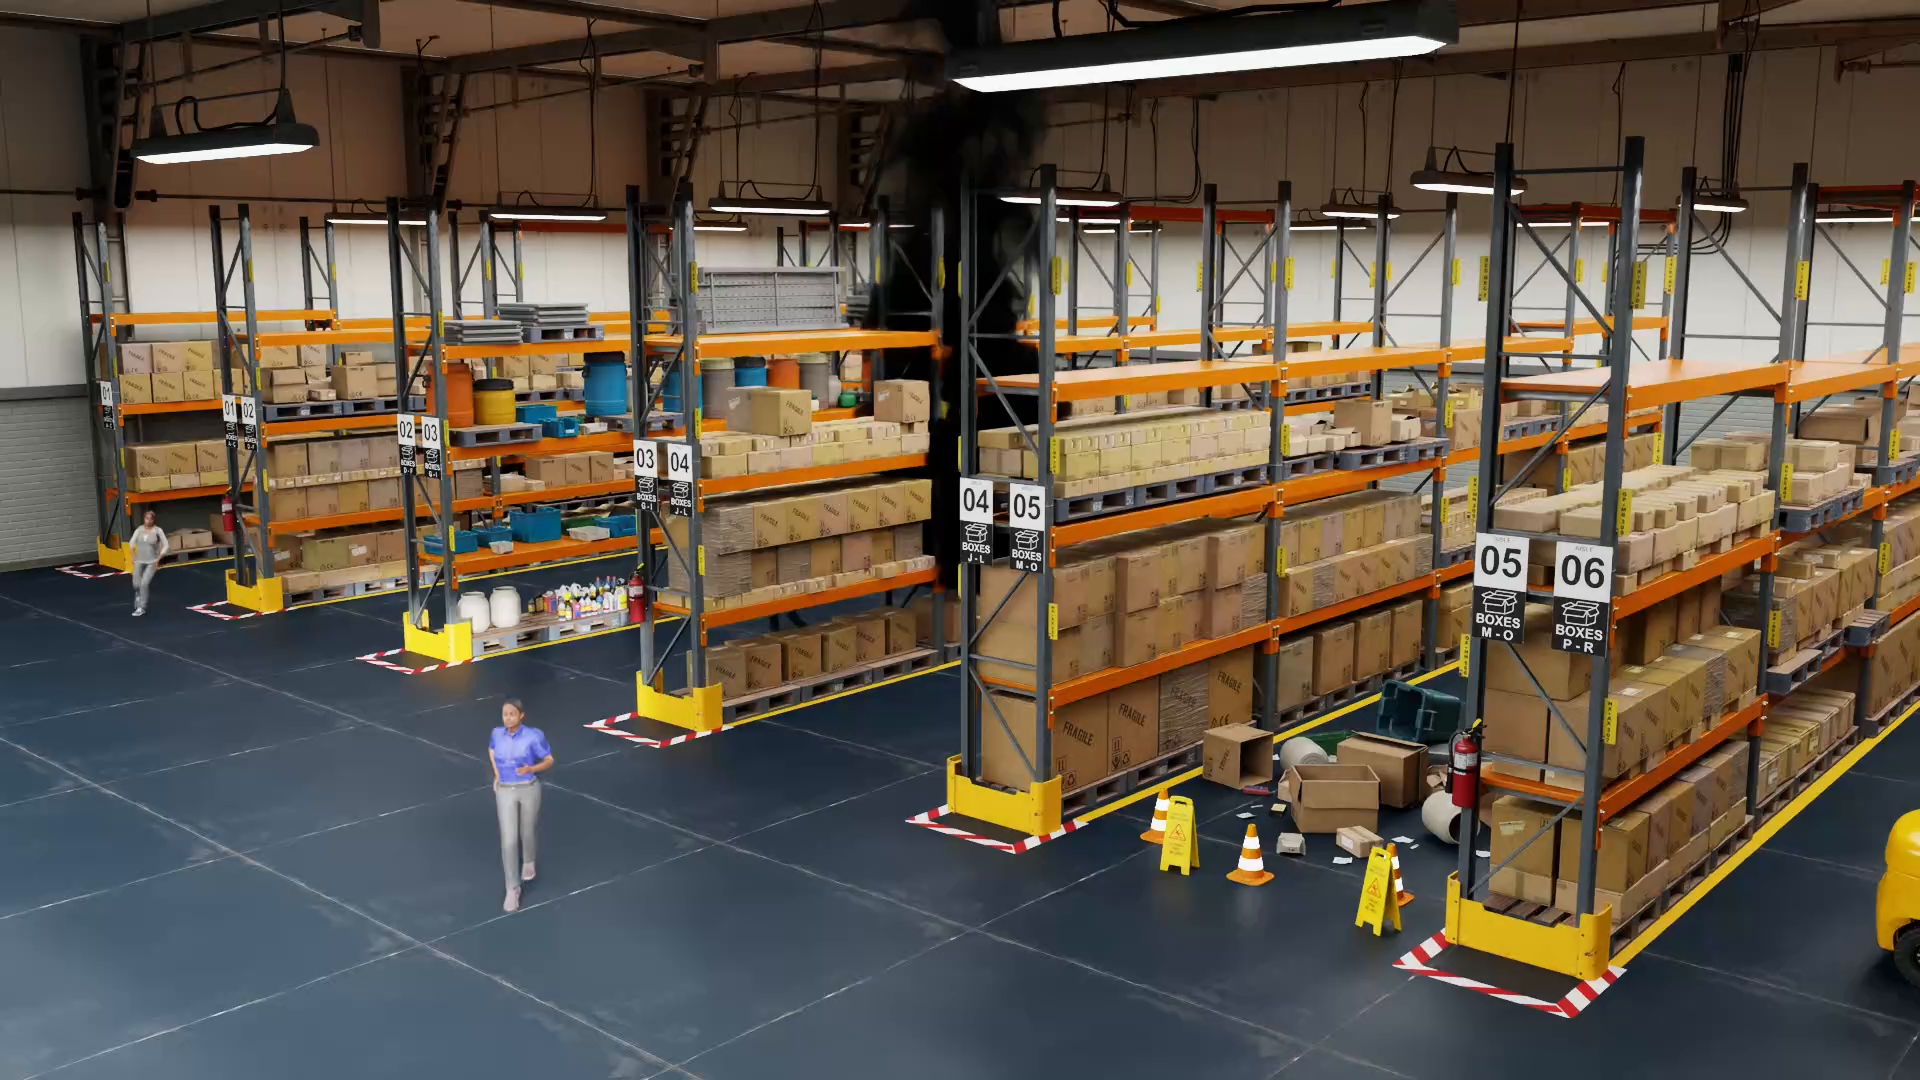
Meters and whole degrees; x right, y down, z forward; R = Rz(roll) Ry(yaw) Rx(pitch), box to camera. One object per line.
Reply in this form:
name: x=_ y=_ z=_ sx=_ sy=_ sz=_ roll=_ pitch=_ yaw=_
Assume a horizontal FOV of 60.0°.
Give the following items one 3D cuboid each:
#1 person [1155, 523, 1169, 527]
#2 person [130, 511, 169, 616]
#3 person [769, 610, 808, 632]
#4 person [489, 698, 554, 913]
person: x=2.716 y=0.558 z=22.602 sx=0.674 sy=1.825 sz=0.717 roll=7 pitch=12 yaw=35
person: x=-12.019 y=0.330 z=24.650 sx=0.598 sy=1.542 sz=0.531 roll=-2 pitch=10 yaw=-11
person: x=-2.322 y=0.699 z=22.241 sx=0.528 sy=1.624 sz=0.786 roll=8 pitch=12 yaw=40
person: x=-3.592 y=2.116 z=13.639 sx=0.556 sy=1.704 sz=0.797 roll=-1 pitch=10 yaw=-7
